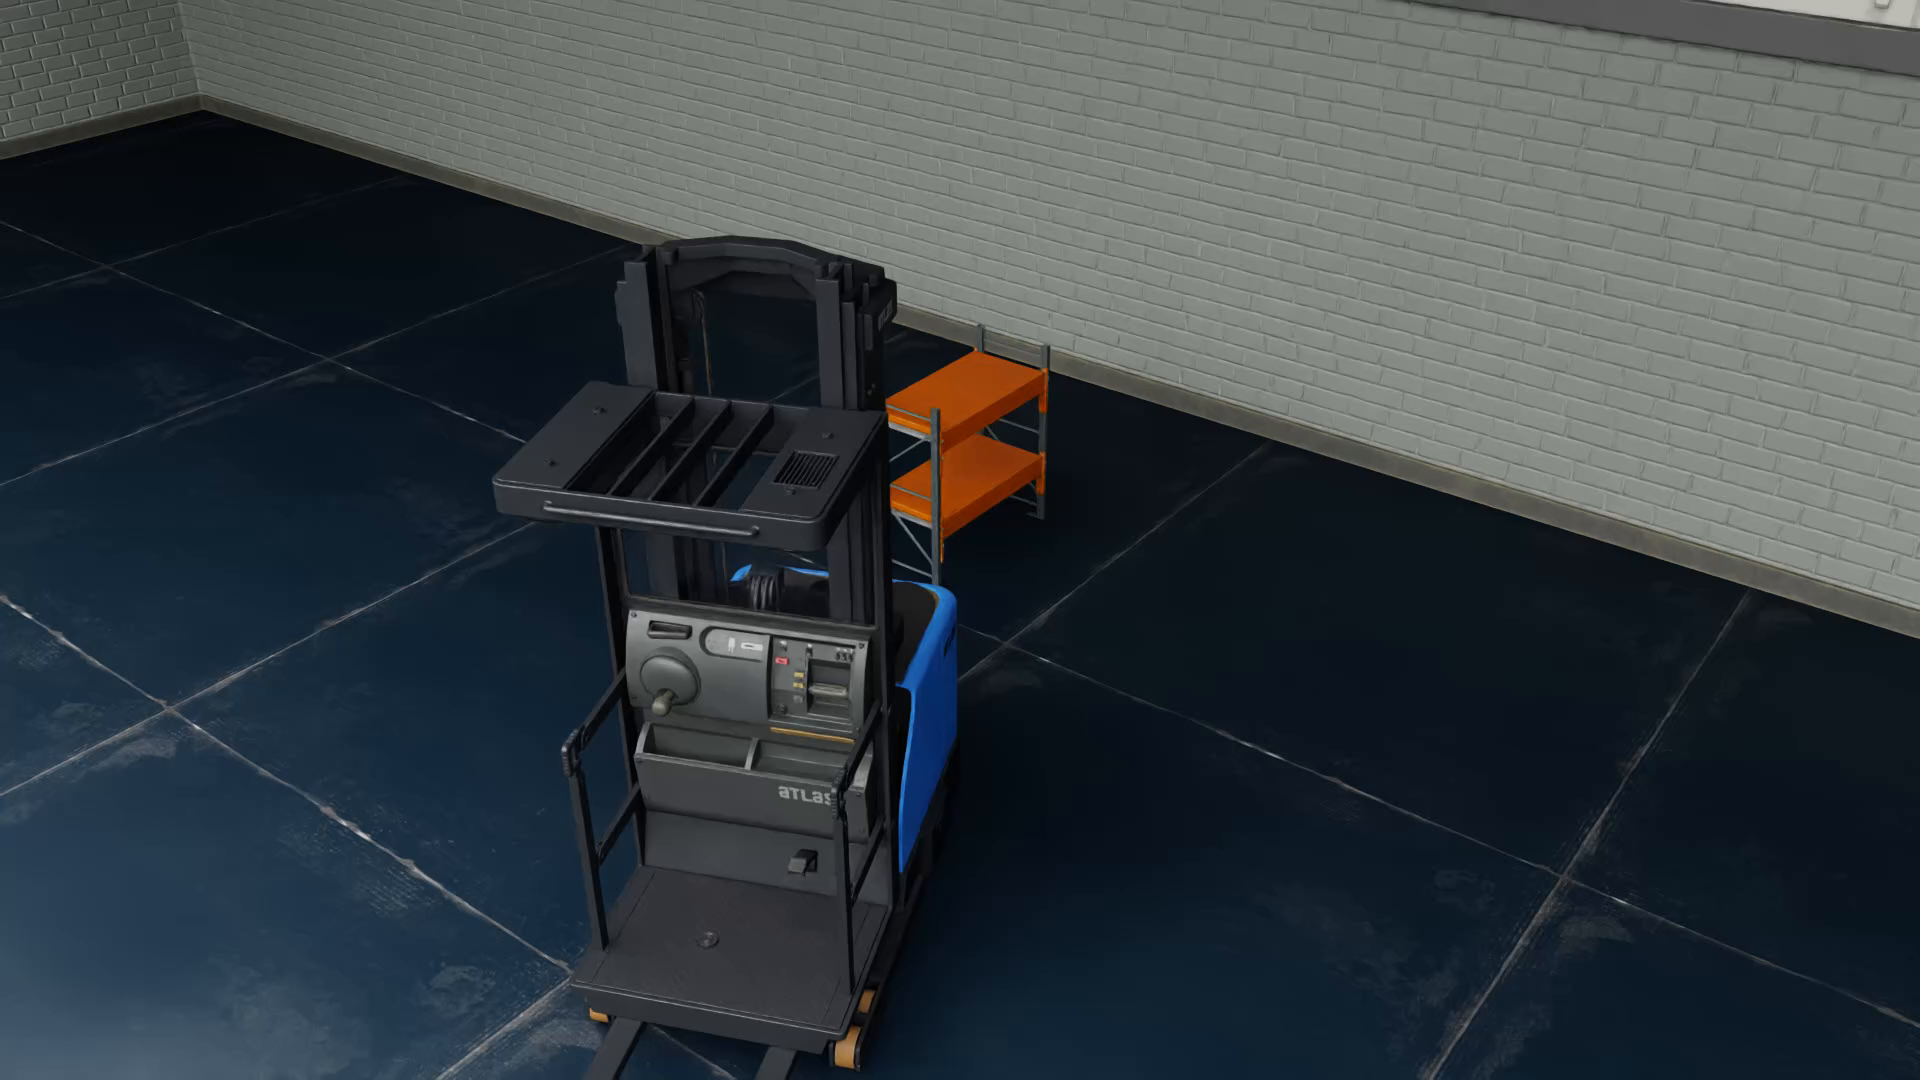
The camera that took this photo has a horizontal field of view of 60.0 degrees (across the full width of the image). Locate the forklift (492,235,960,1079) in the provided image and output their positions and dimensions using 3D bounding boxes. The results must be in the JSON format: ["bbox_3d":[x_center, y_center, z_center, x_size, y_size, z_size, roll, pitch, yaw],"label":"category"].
[{"bbox_3d":[-0.838,0.540,5.964,1.130,2.935,3.031,7,31,11],"label":"forklift"}]

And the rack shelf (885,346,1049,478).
[{"bbox_3d":[-0.004,-0.733,9.309,0.538,0.278,1.000,21,37,31],"label":"rack shelf"}]

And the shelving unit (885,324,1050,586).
[{"bbox_3d":[-0.004,-0.481,9.459,0.538,1.125,1.048,21,37,31],"label":"shelving unit"}]

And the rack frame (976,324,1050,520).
[{"bbox_3d":[0.303,-0.688,9.807,0.500,1.125,0.032,21,37,31],"label":"rack frame"}]

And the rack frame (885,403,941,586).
[{"bbox_3d":[-0.311,-0.275,9.110,0.500,1.125,0.032,21,37,31],"label":"rack frame"}]

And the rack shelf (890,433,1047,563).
[{"bbox_3d":[-0.004,-0.271,9.583,0.538,0.278,1.000,21,37,31],"label":"rack shelf"}]
